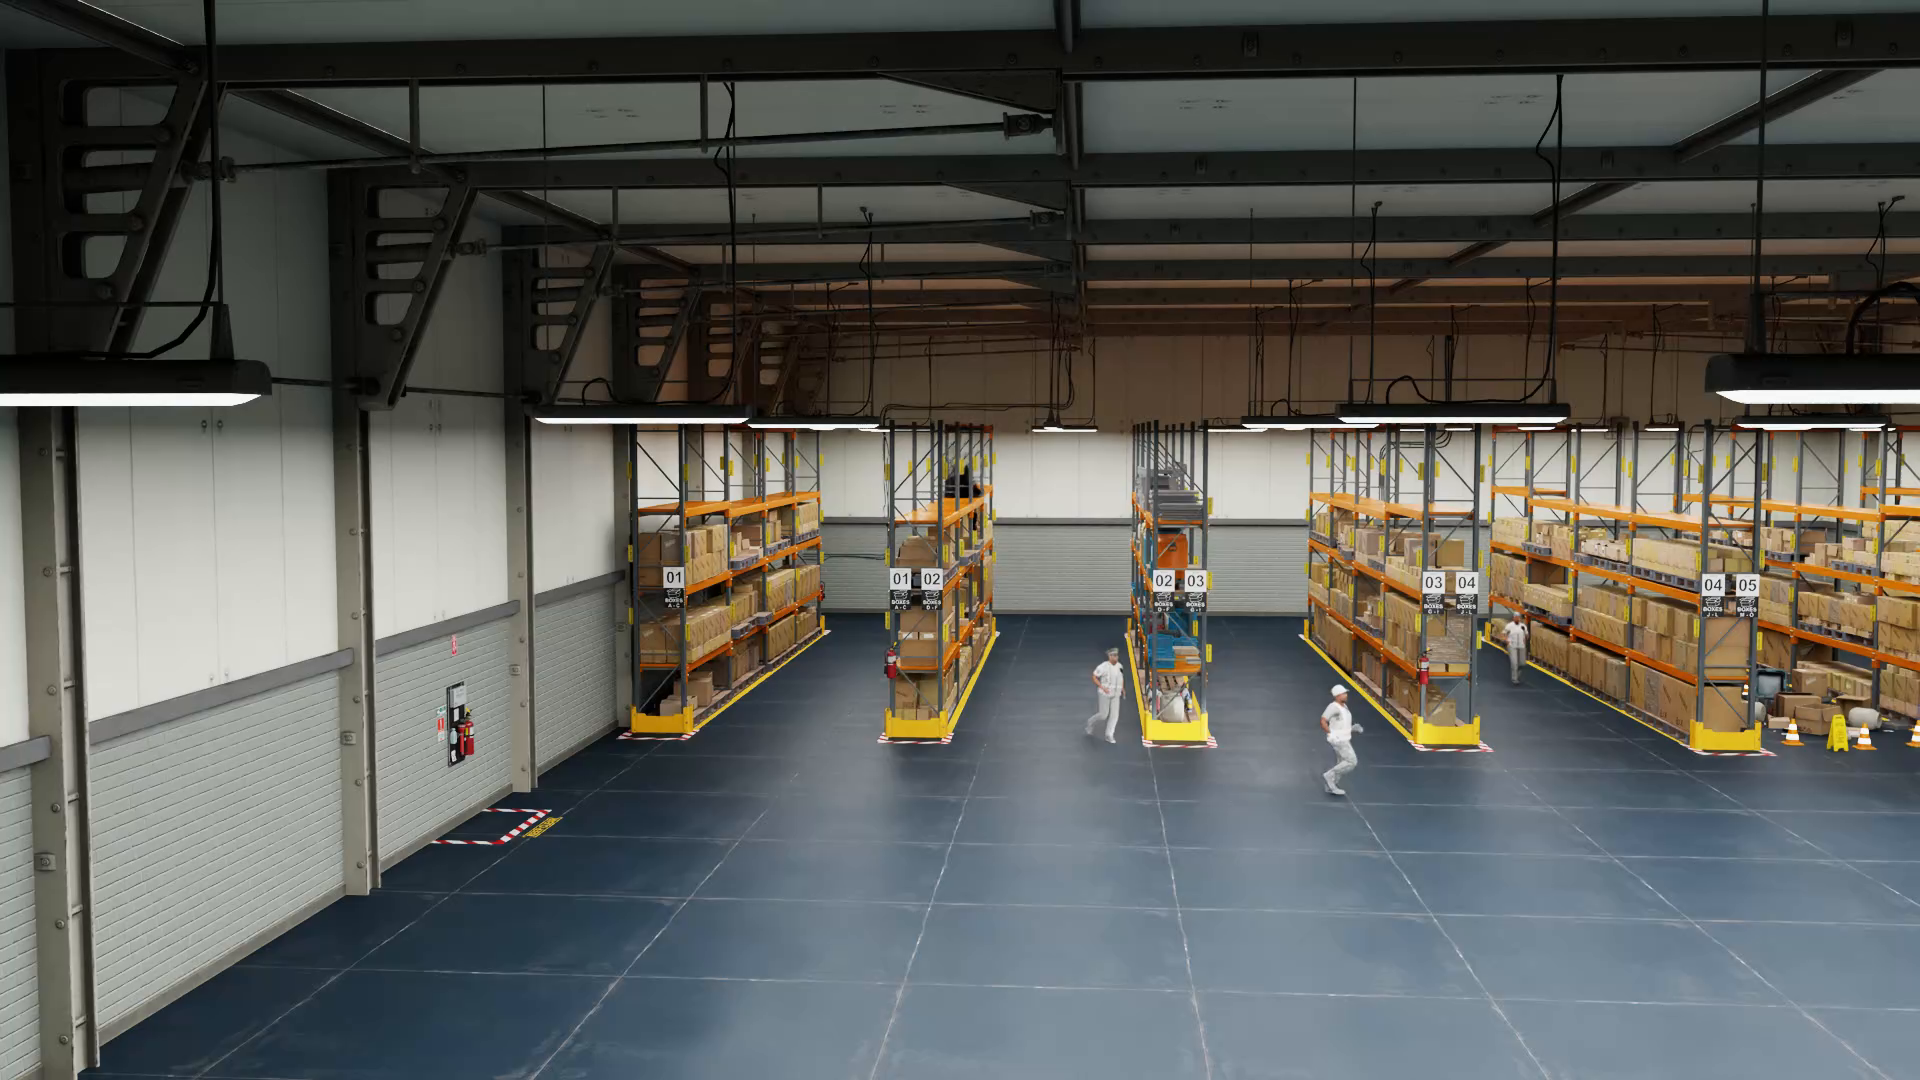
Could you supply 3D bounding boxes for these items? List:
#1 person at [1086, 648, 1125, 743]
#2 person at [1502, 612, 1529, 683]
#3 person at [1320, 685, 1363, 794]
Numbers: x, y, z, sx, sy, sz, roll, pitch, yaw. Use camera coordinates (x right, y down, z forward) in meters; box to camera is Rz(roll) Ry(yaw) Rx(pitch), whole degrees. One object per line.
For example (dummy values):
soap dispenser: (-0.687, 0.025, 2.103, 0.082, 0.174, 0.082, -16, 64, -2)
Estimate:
person: (2.834, 2.885, 31.204, 0.719, 1.729, 0.845, -2, 4, -27)
person: (12.864, 2.477, 38.499, 0.611, 1.619, 0.664, 0, 4, 5)
person: (6.082, 3.175, 26.395, 0.597, 1.739, 0.675, 2, 4, 25)
